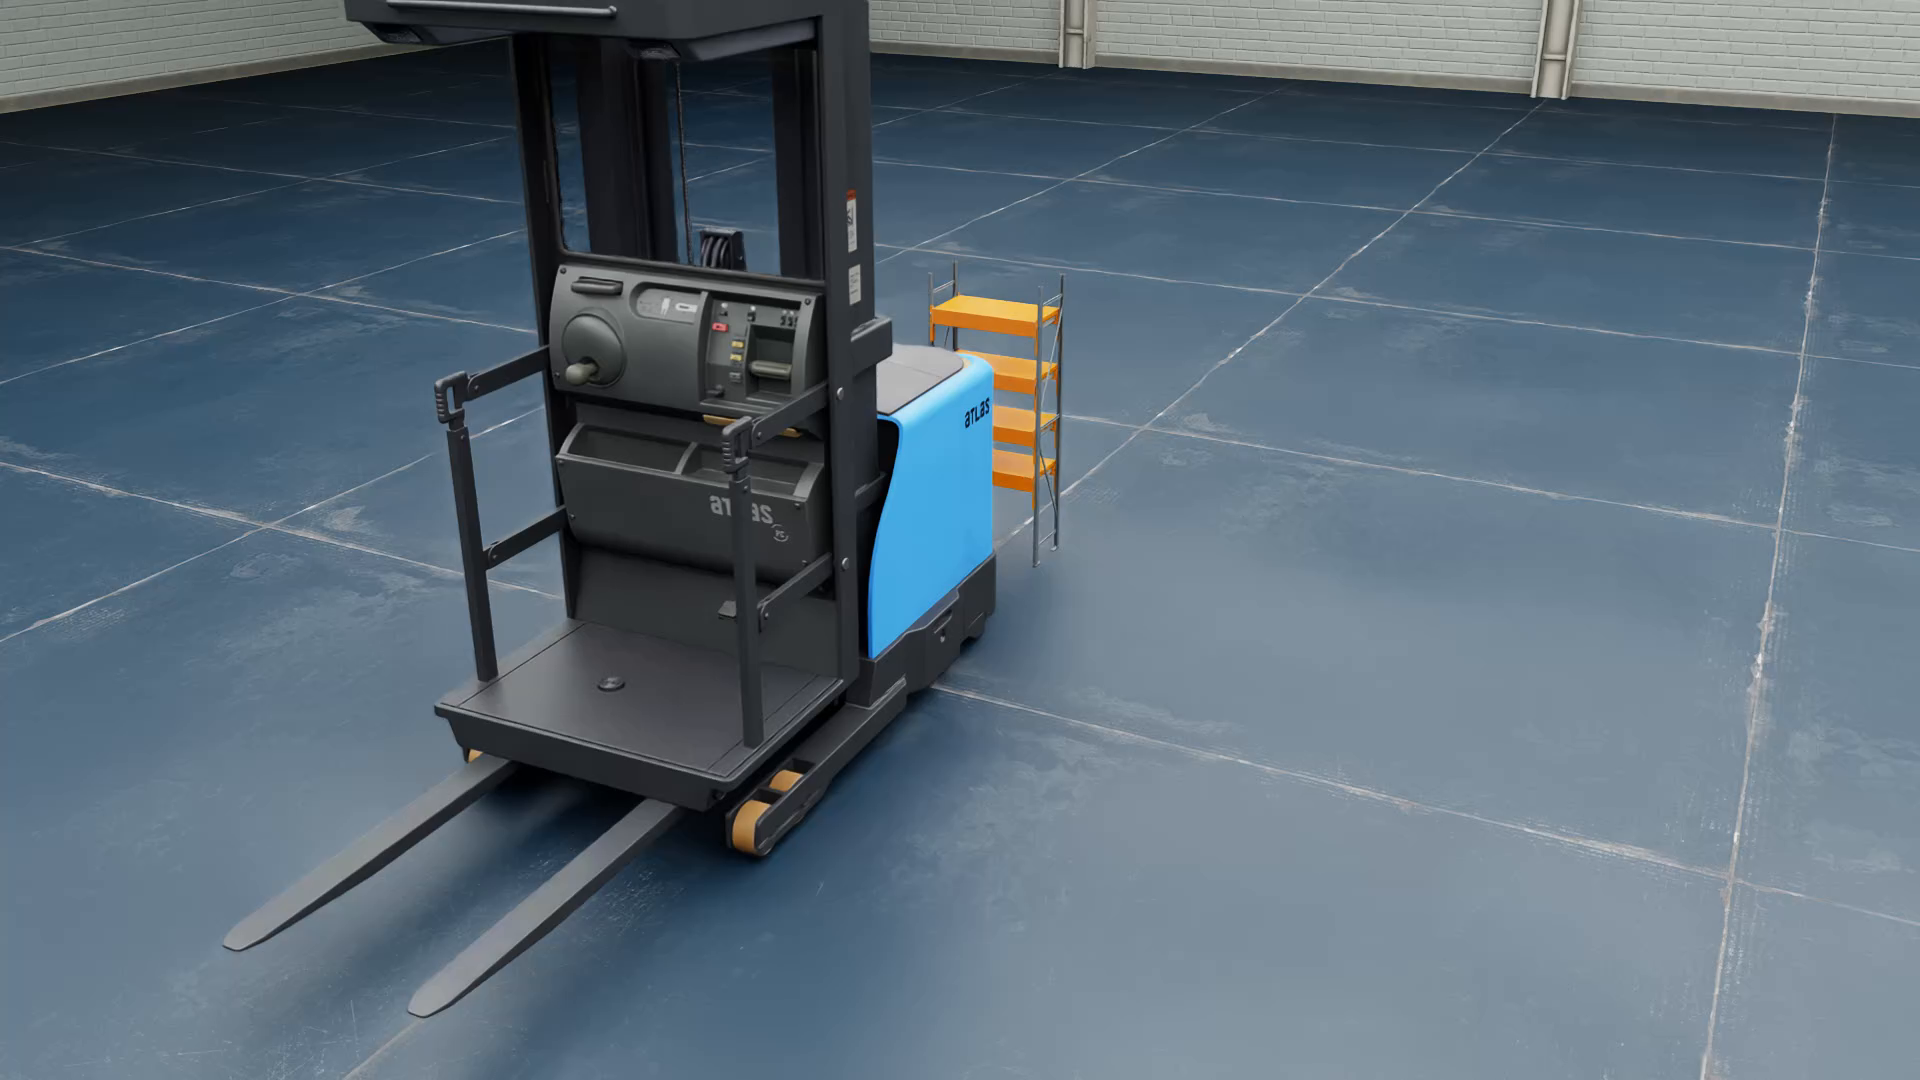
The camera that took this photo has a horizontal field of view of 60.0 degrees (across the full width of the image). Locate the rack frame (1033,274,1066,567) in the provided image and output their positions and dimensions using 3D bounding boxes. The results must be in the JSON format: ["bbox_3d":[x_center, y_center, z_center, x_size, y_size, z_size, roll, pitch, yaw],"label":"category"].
[{"bbox_3d":[0.365,-0.480,6.845,0.015,1.200,0.240,11,25,25],"label":"rack frame"}]

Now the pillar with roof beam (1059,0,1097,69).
[{"bbox_3d":[-0.400,-8.880,16.632,0.400,9.000,9.100,11,25,25],"label":"pillar with roof beam"}]

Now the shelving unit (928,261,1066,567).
[{"bbox_3d":[0.148,-0.523,6.946,0.503,1.200,0.258,11,25,25],"label":"shelving unit"}]

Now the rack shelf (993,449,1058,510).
[{"bbox_3d":[0.148,-0.278,7.050,0.480,0.148,0.258,11,25,25],"label":"rack shelf"}]

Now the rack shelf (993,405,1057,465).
[{"bbox_3d":[0.148,-0.461,6.973,0.480,0.148,0.258,11,25,25],"label":"rack shelf"}]

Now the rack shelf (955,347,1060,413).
[{"bbox_3d":[0.148,-0.667,6.885,0.480,0.148,0.258,11,25,25],"label":"rack shelf"}]

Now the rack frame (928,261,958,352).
[{"bbox_3d":[-0.070,-0.566,7.048,0.015,1.200,0.240,11,25,25],"label":"rack frame"}]

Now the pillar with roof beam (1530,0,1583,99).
[{"bbox_3d":[4.955,-7.820,14.141,0.400,9.000,9.100,11,25,25],"label":"pillar with roof beam"}]

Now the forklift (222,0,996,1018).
[{"bbox_3d":[-0.944,-0.590,4.893,1.130,2.935,3.031,10,25,23],"label":"forklift"}]

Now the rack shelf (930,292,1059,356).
[{"bbox_3d":[0.148,-0.885,6.793,0.480,0.148,0.258,11,25,25],"label":"rack shelf"}]
